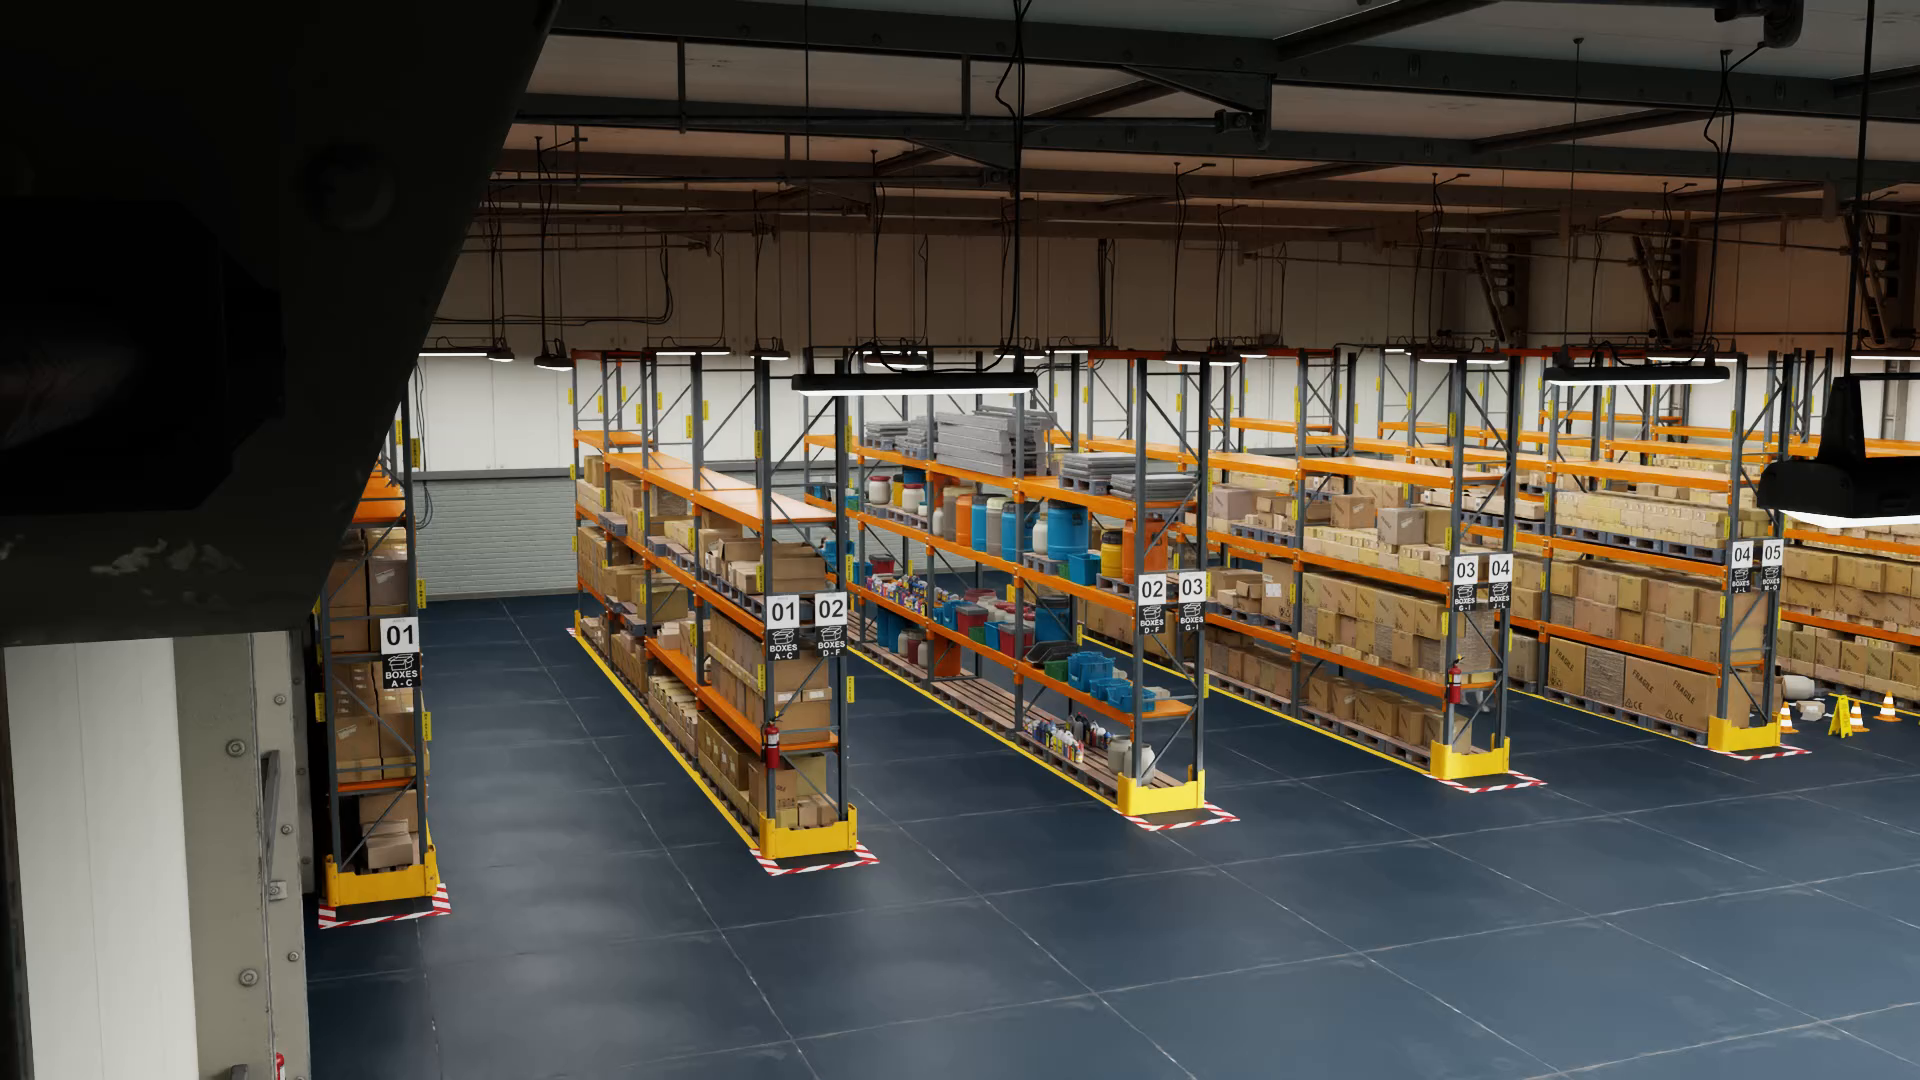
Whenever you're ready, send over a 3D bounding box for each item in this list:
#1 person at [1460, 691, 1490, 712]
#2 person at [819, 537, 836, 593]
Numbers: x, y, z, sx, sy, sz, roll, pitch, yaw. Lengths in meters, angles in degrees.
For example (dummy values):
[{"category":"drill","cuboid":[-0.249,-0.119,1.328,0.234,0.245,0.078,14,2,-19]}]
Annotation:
[{"category":"person","cuboid":[8.601,2.023,27.999,0.532,1.629,0.888,1,7,6]},{"category":"person","cuboid":[-3.111,0.741,38.276,0.788,1.642,0.420,0,7,4]}]
